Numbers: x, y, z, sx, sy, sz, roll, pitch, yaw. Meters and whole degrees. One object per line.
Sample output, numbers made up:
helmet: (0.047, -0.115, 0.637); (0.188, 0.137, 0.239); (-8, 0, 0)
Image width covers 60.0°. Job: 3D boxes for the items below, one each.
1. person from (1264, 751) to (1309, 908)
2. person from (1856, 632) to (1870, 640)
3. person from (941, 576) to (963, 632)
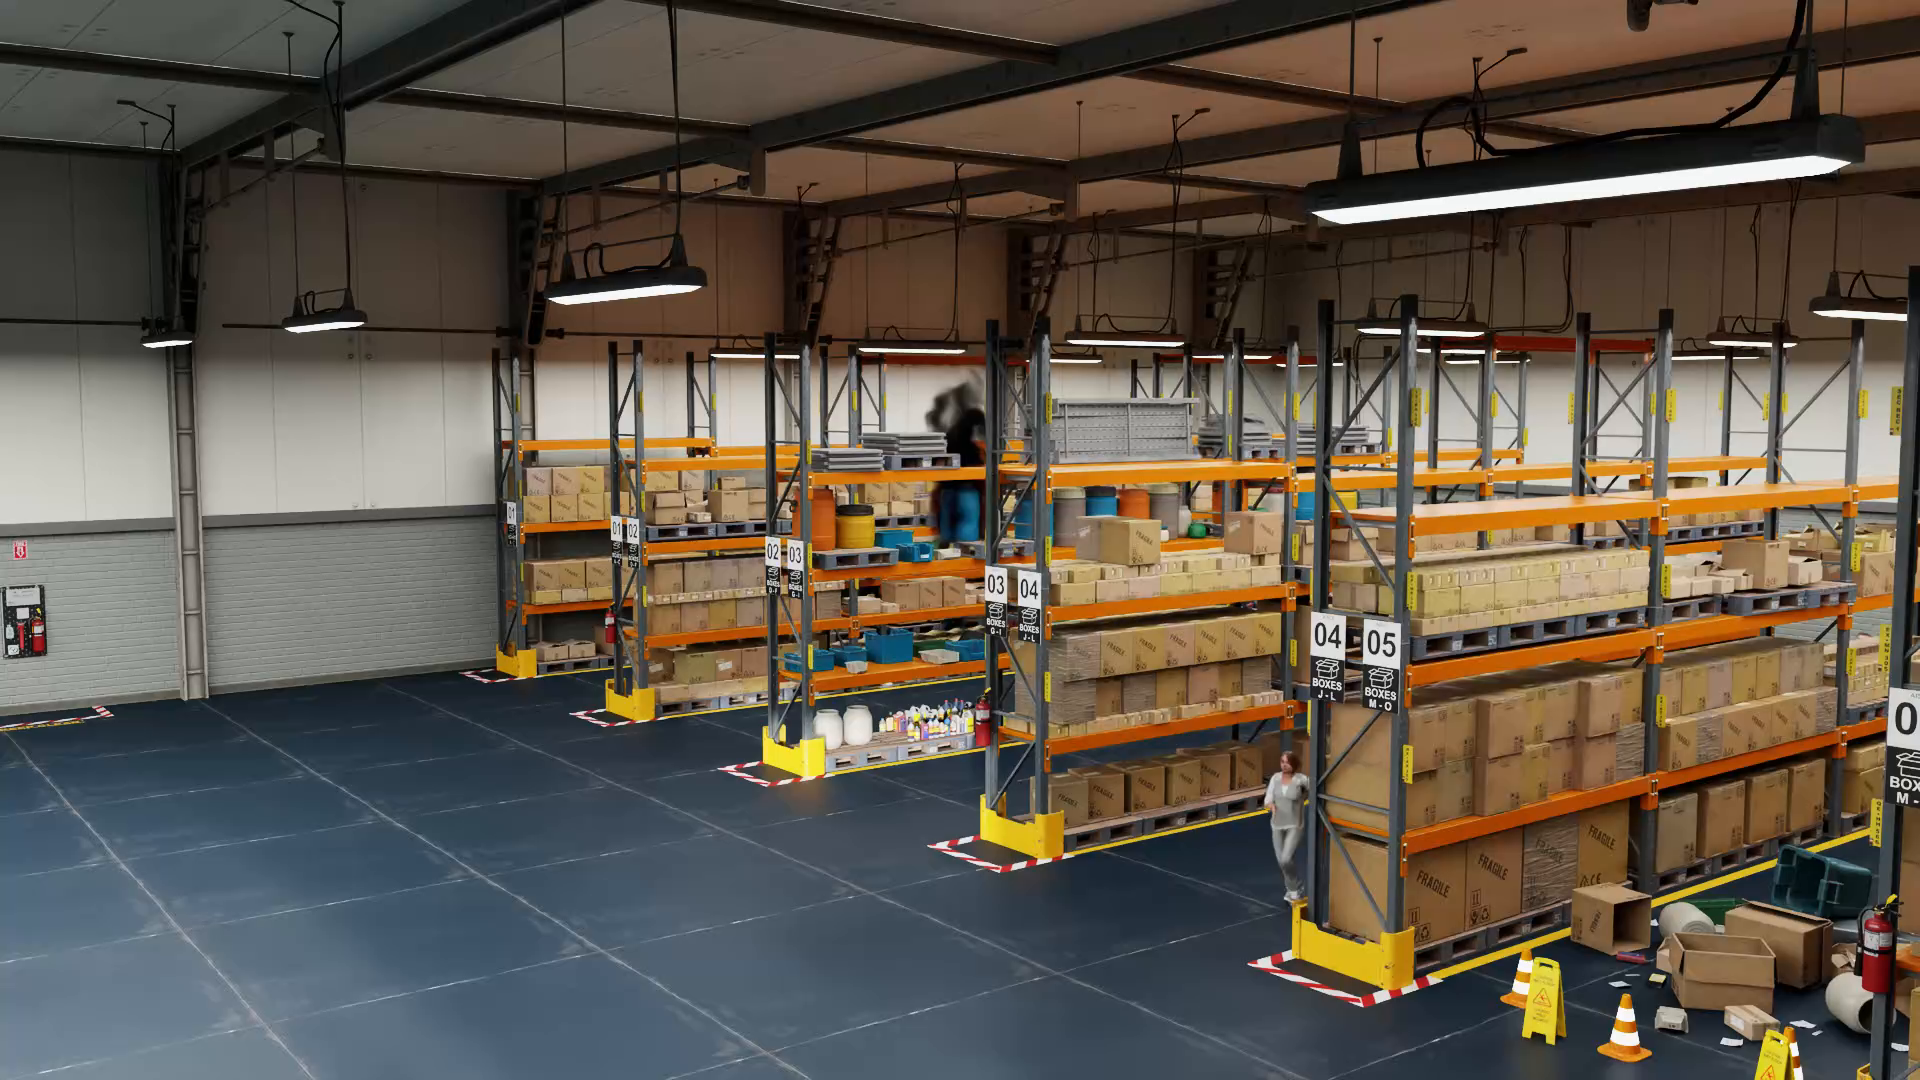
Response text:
person: (3.292, 2.900, 16.681); (0.510, 1.578, 0.644); (4, 6, 36)
person: (13.317, 2.191, 24.620); (0.534, 1.607, 0.571); (-4, 6, -39)
person: (-0.120, 1.521, 32.546); (0.676, 1.584, 0.500); (-5, 7, -44)
